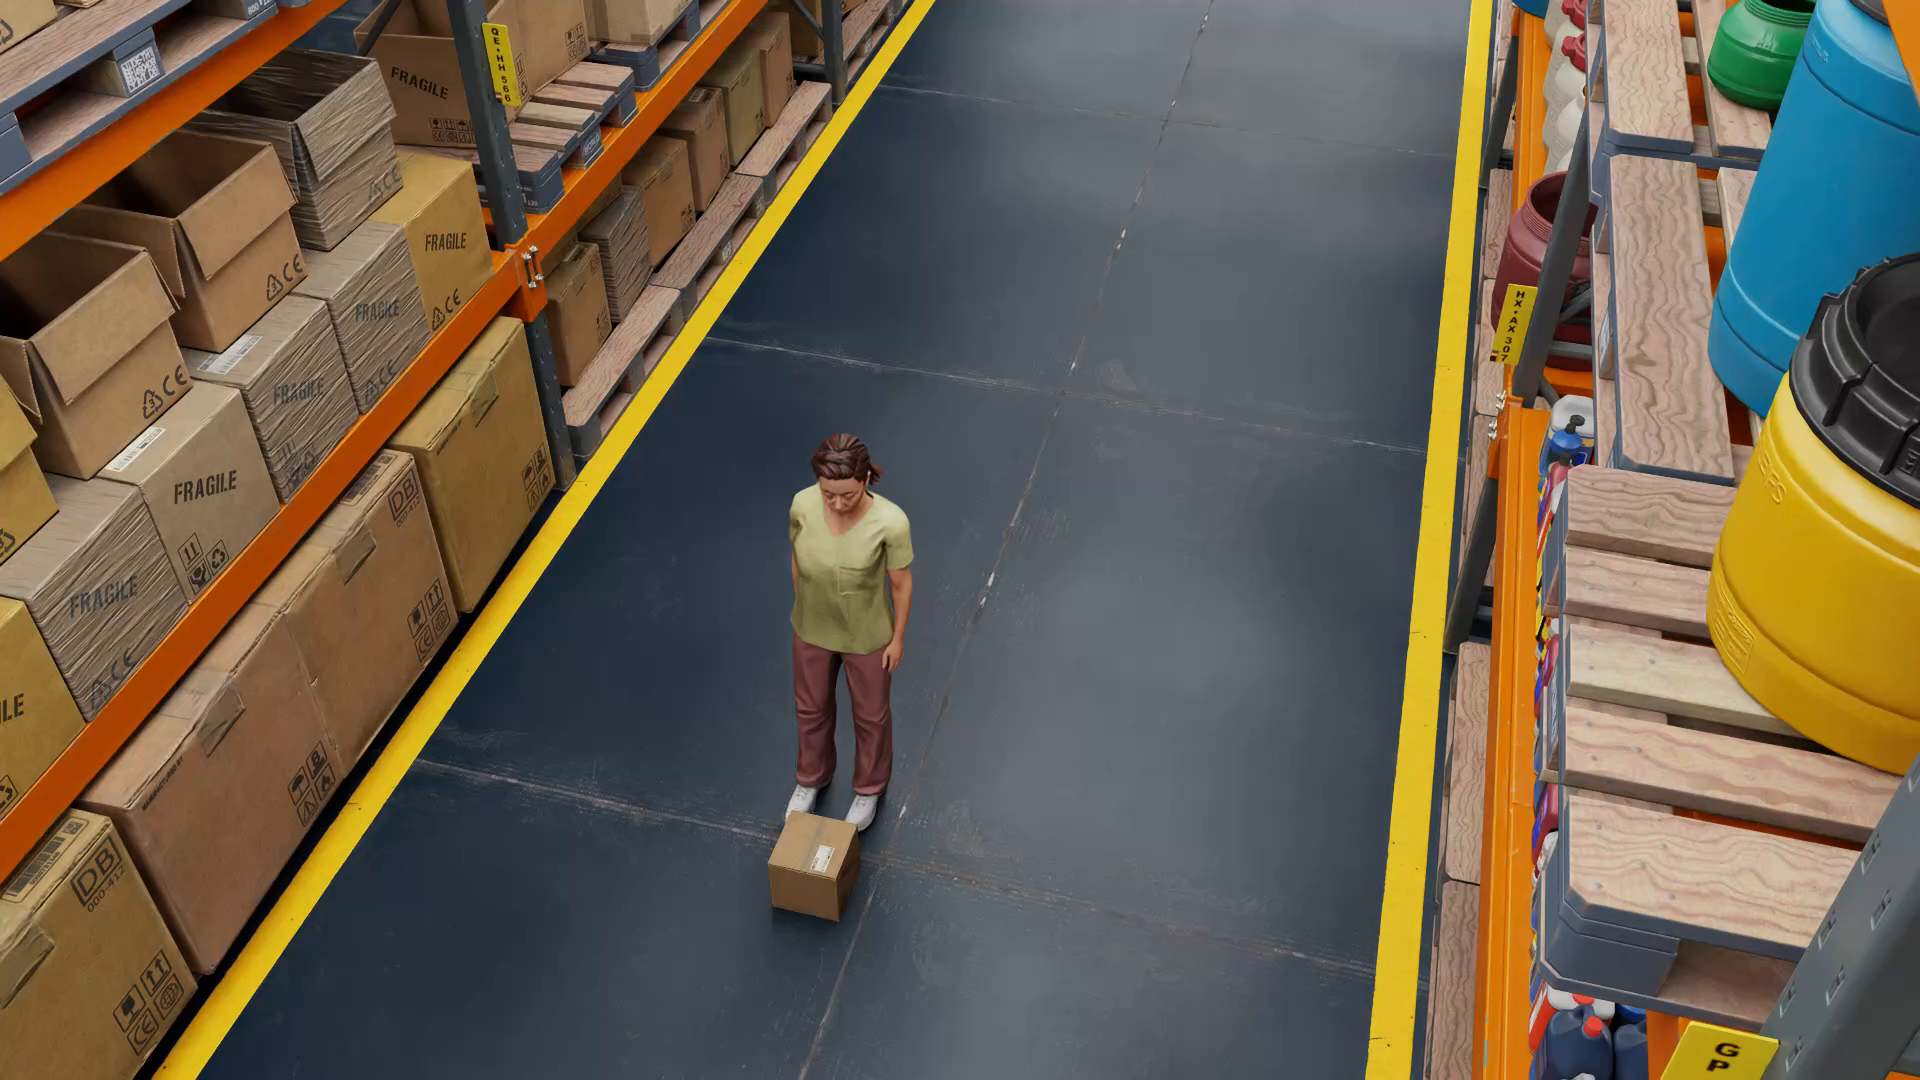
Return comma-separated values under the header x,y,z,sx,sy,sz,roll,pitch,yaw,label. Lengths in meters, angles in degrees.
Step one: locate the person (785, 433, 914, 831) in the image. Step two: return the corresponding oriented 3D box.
x,y,z,sx,sy,sz,roll,pitch,yaw,label
-0.395,0.332,5.763,0.451,1.684,0.433,10,42,11,person
